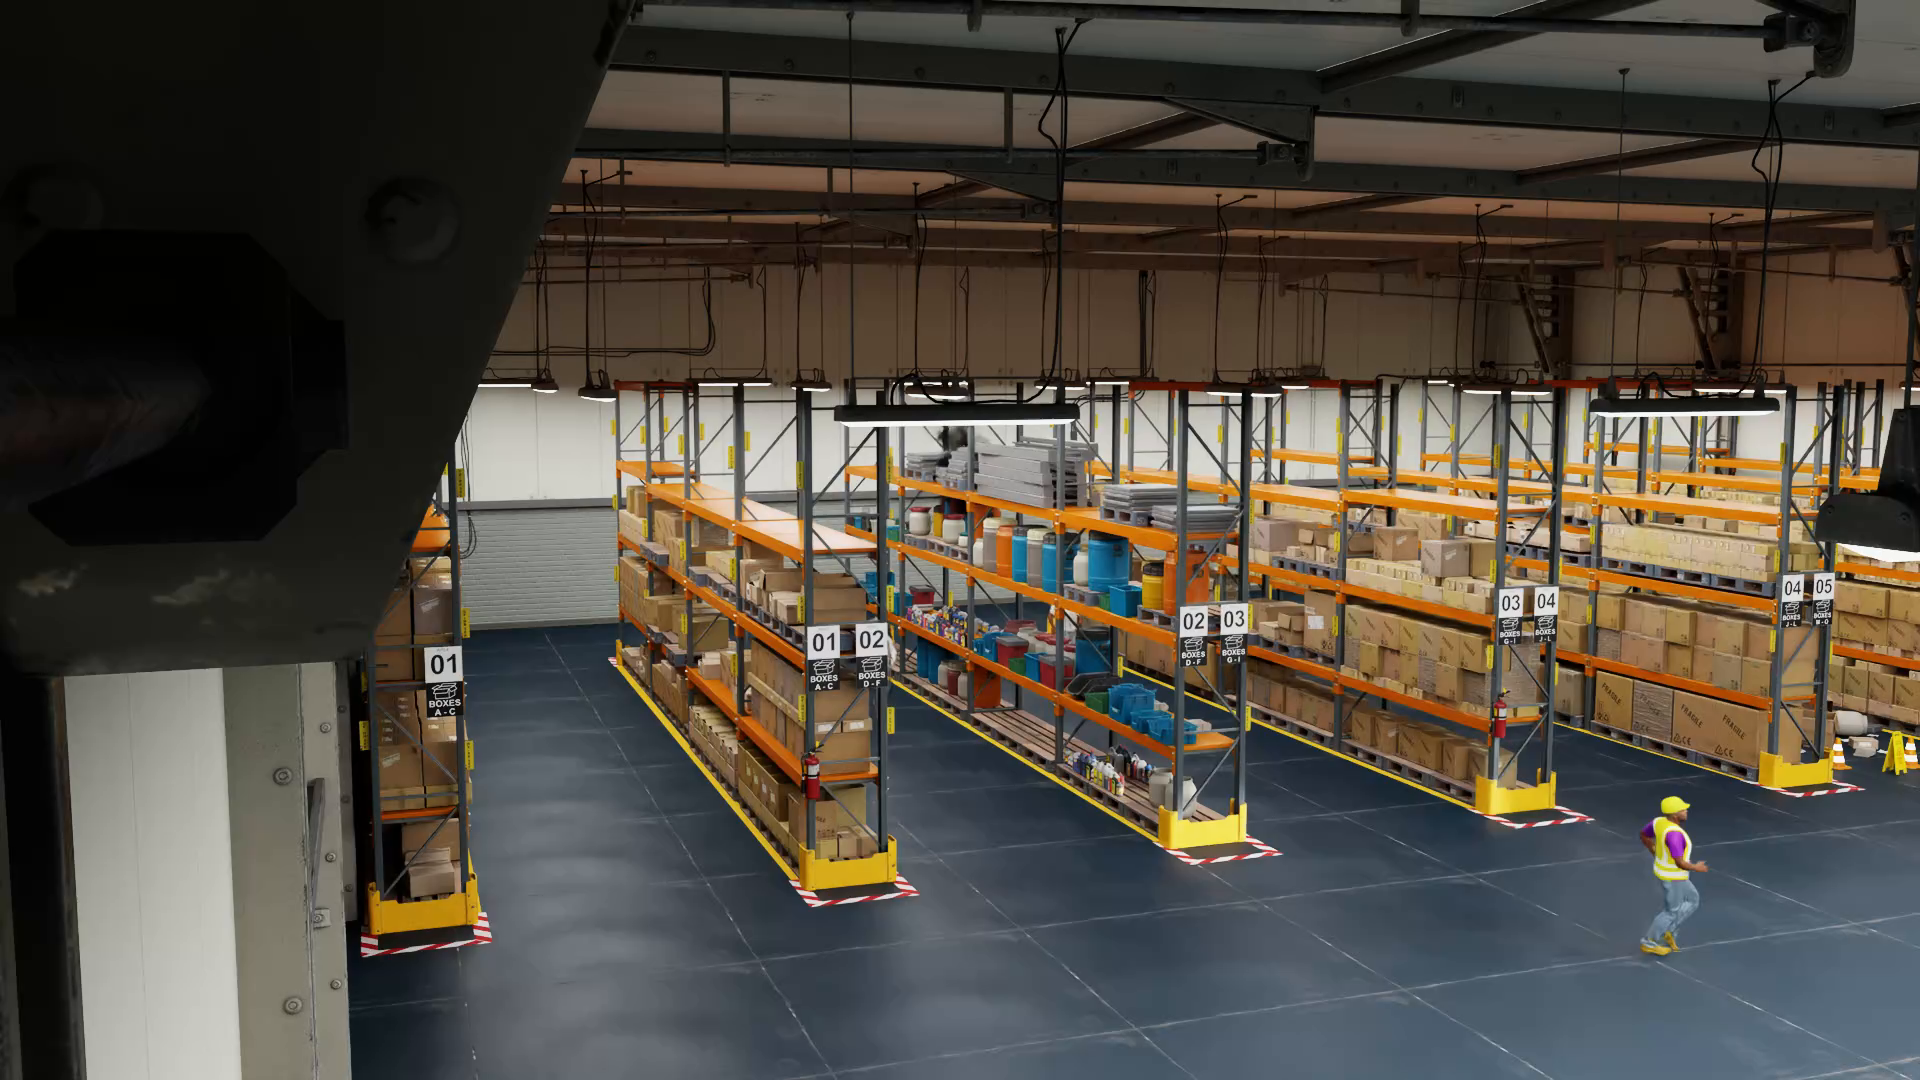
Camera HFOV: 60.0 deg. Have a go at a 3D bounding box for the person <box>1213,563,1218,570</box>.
[{"bbox_3d":[6.264,1.170,41.196,0.775,1.637,0.688,-1,6,-13],"label":"person"}]

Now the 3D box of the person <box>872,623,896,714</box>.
[{"bbox_3d":[-1.365,2.206,28.500,0.614,1.694,0.566,-2,6,-20],"label":"person"}]

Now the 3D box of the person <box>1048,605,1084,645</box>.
[{"bbox_3d":[2.114,1.763,32.403,0.693,1.725,0.574,-3,7,-30],"label":"person"}]

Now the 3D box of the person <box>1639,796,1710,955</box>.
[{"bbox_3d":[7.649,3.589,17.815,0.653,1.737,0.712,1,6,8],"label":"person"}]
